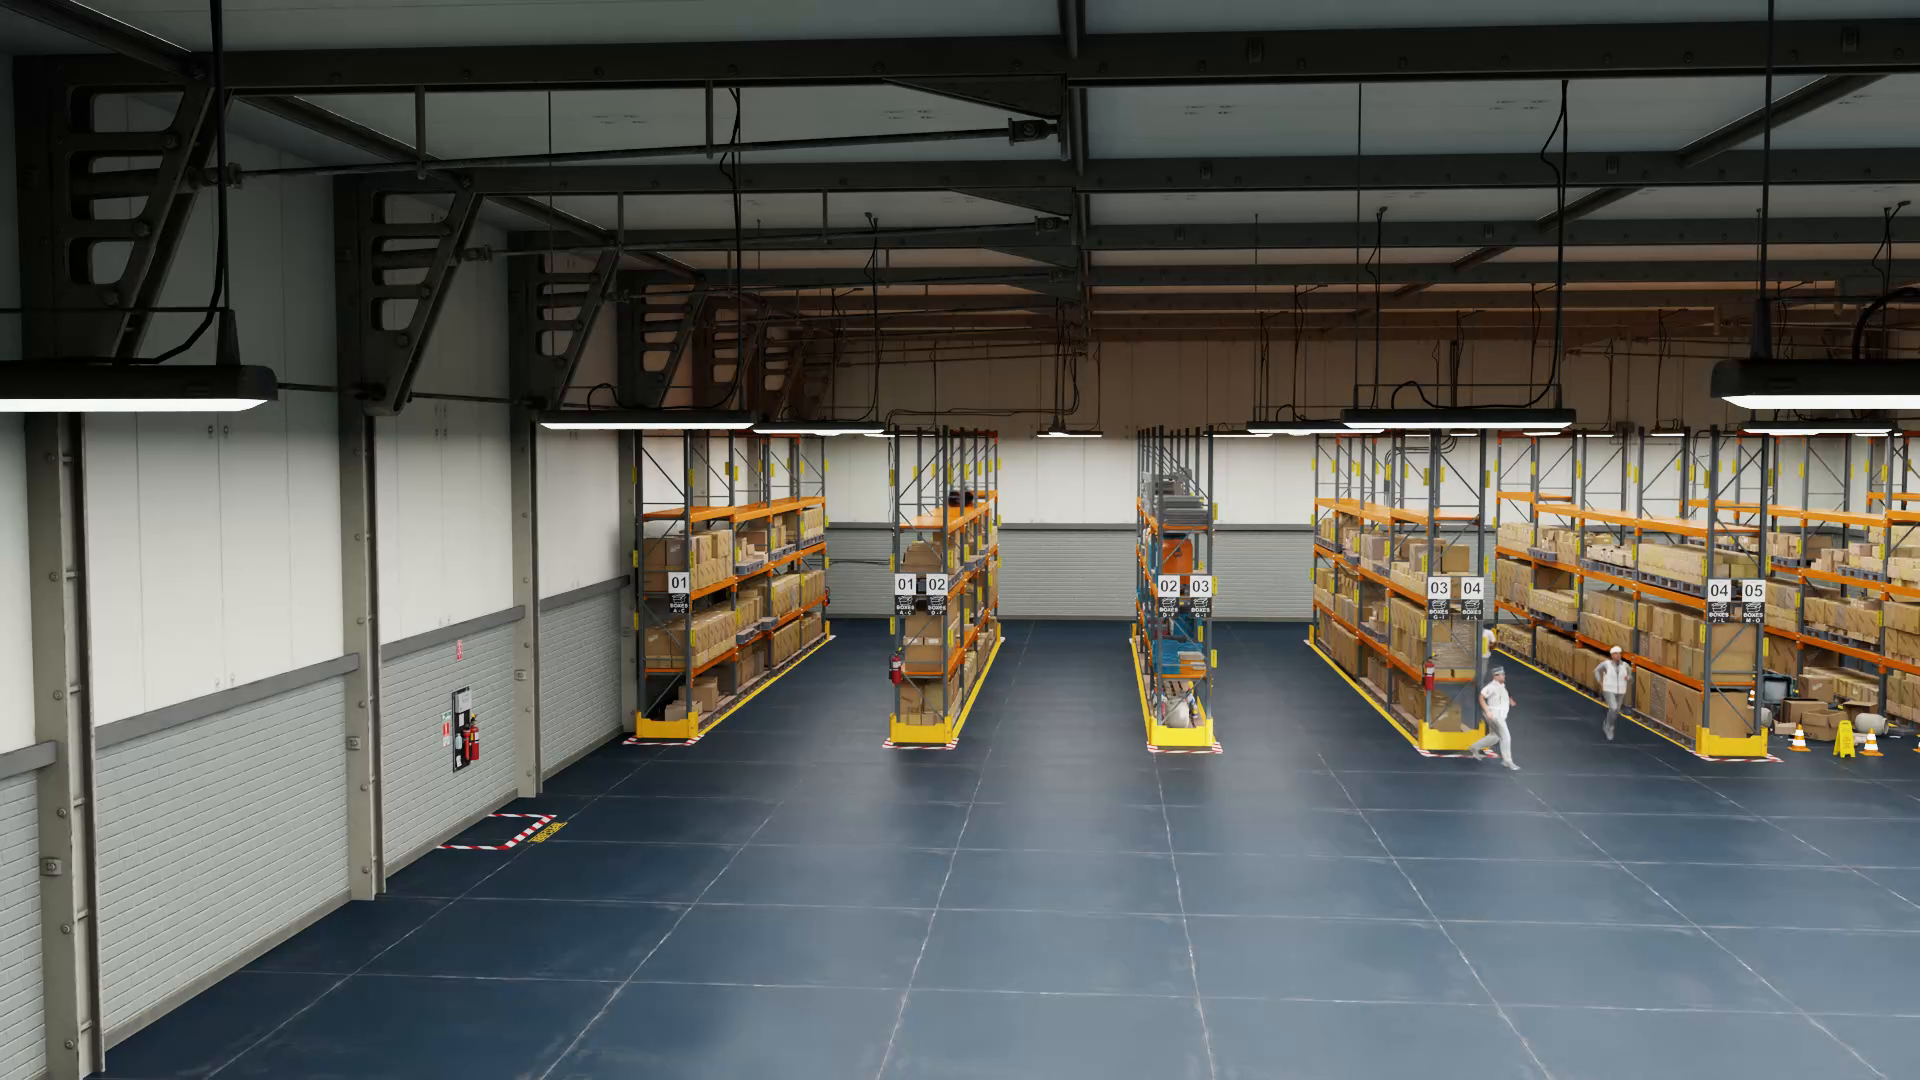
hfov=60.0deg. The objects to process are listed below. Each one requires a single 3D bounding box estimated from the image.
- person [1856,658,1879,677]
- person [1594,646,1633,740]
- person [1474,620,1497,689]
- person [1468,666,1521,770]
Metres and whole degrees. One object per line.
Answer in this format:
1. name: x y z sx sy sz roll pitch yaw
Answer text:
1. person: 21.454 2.554 39.248 0.555 1.695 0.987 0 3 3
2. person: 12.572 2.930 31.957 0.640 1.799 0.787 0 3 -3
3. person: 11.629 2.612 37.126 0.685 1.775 0.900 0 3 6
4. person: 9.380 3.094 29.154 0.933 1.792 0.696 2 4 29
